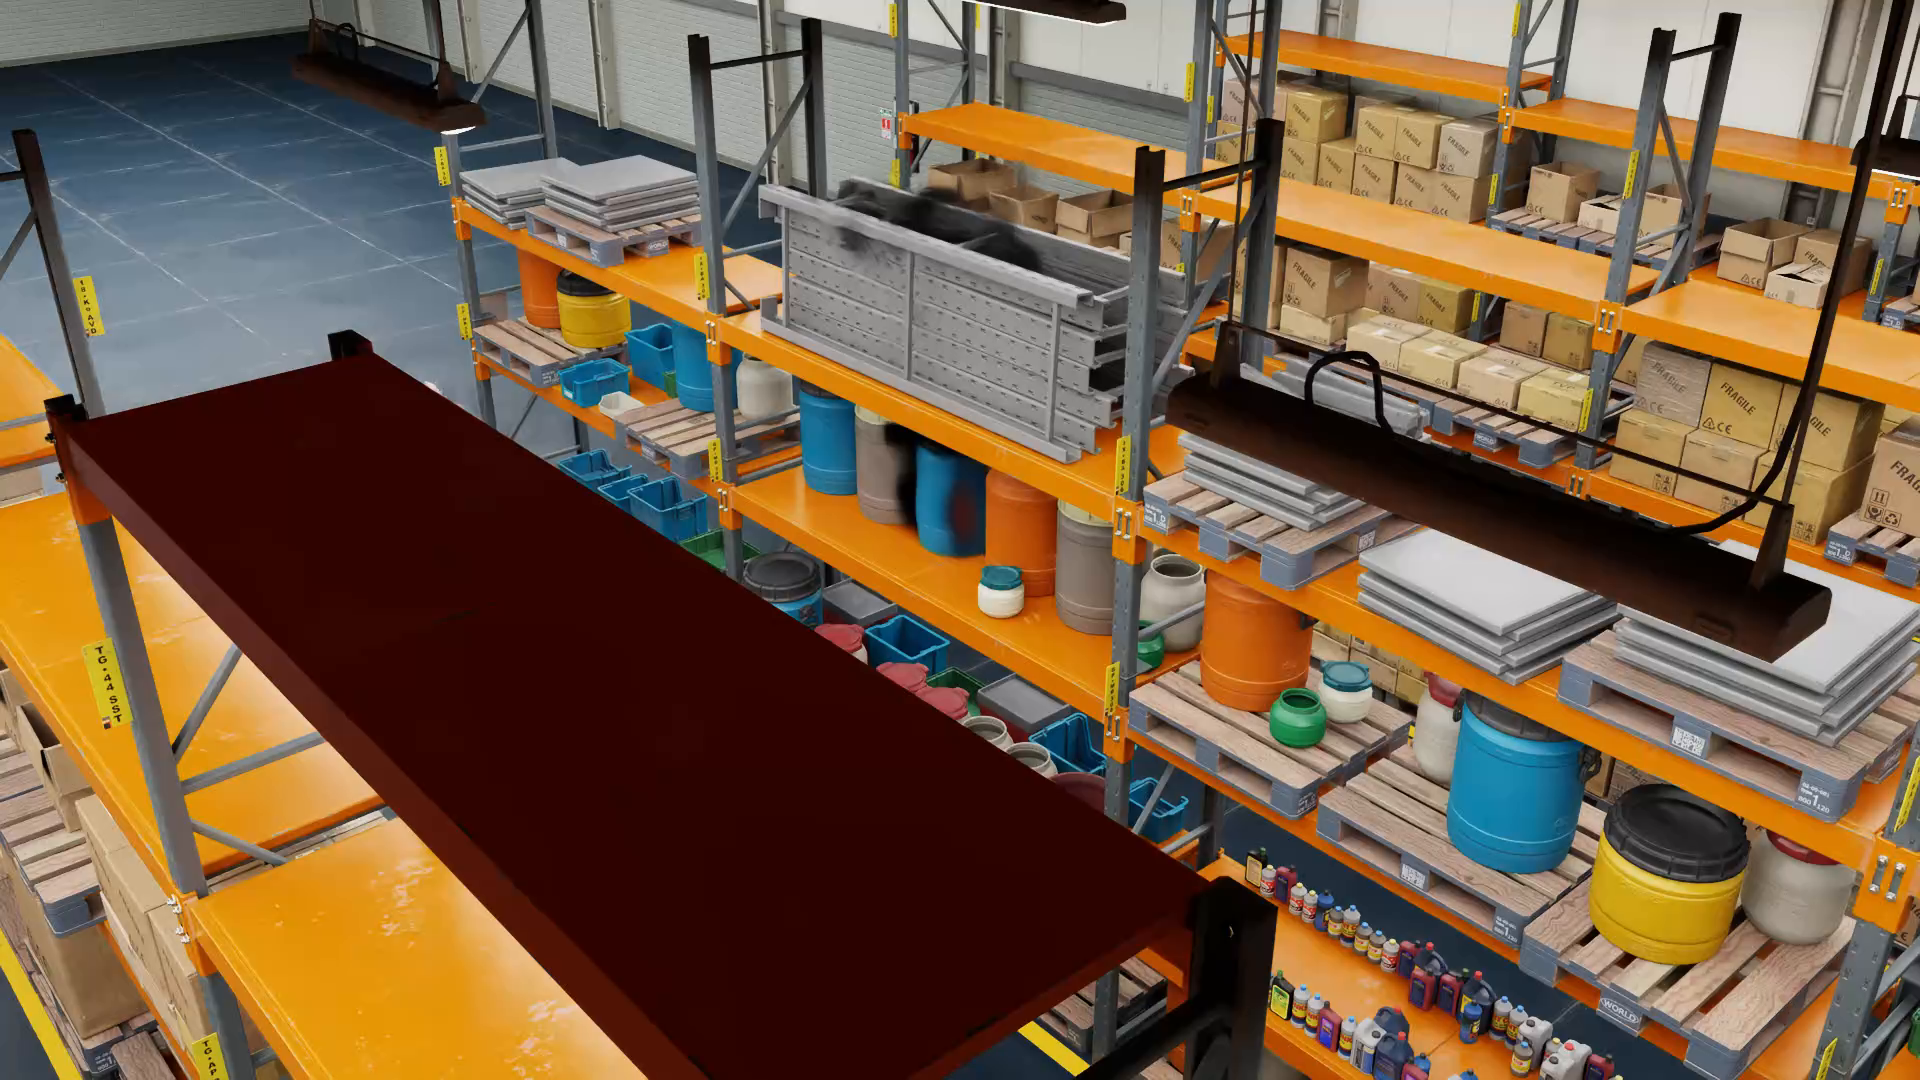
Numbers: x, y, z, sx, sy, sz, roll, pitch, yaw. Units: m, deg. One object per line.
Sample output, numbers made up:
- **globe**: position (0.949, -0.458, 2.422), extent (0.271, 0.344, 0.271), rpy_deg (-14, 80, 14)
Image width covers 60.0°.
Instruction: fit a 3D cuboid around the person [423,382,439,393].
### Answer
- **person**: position (-5.378, -0.784, 17.064), extent (0.905, 1.784, 0.673), rpy_deg (-2, 27, -3)
